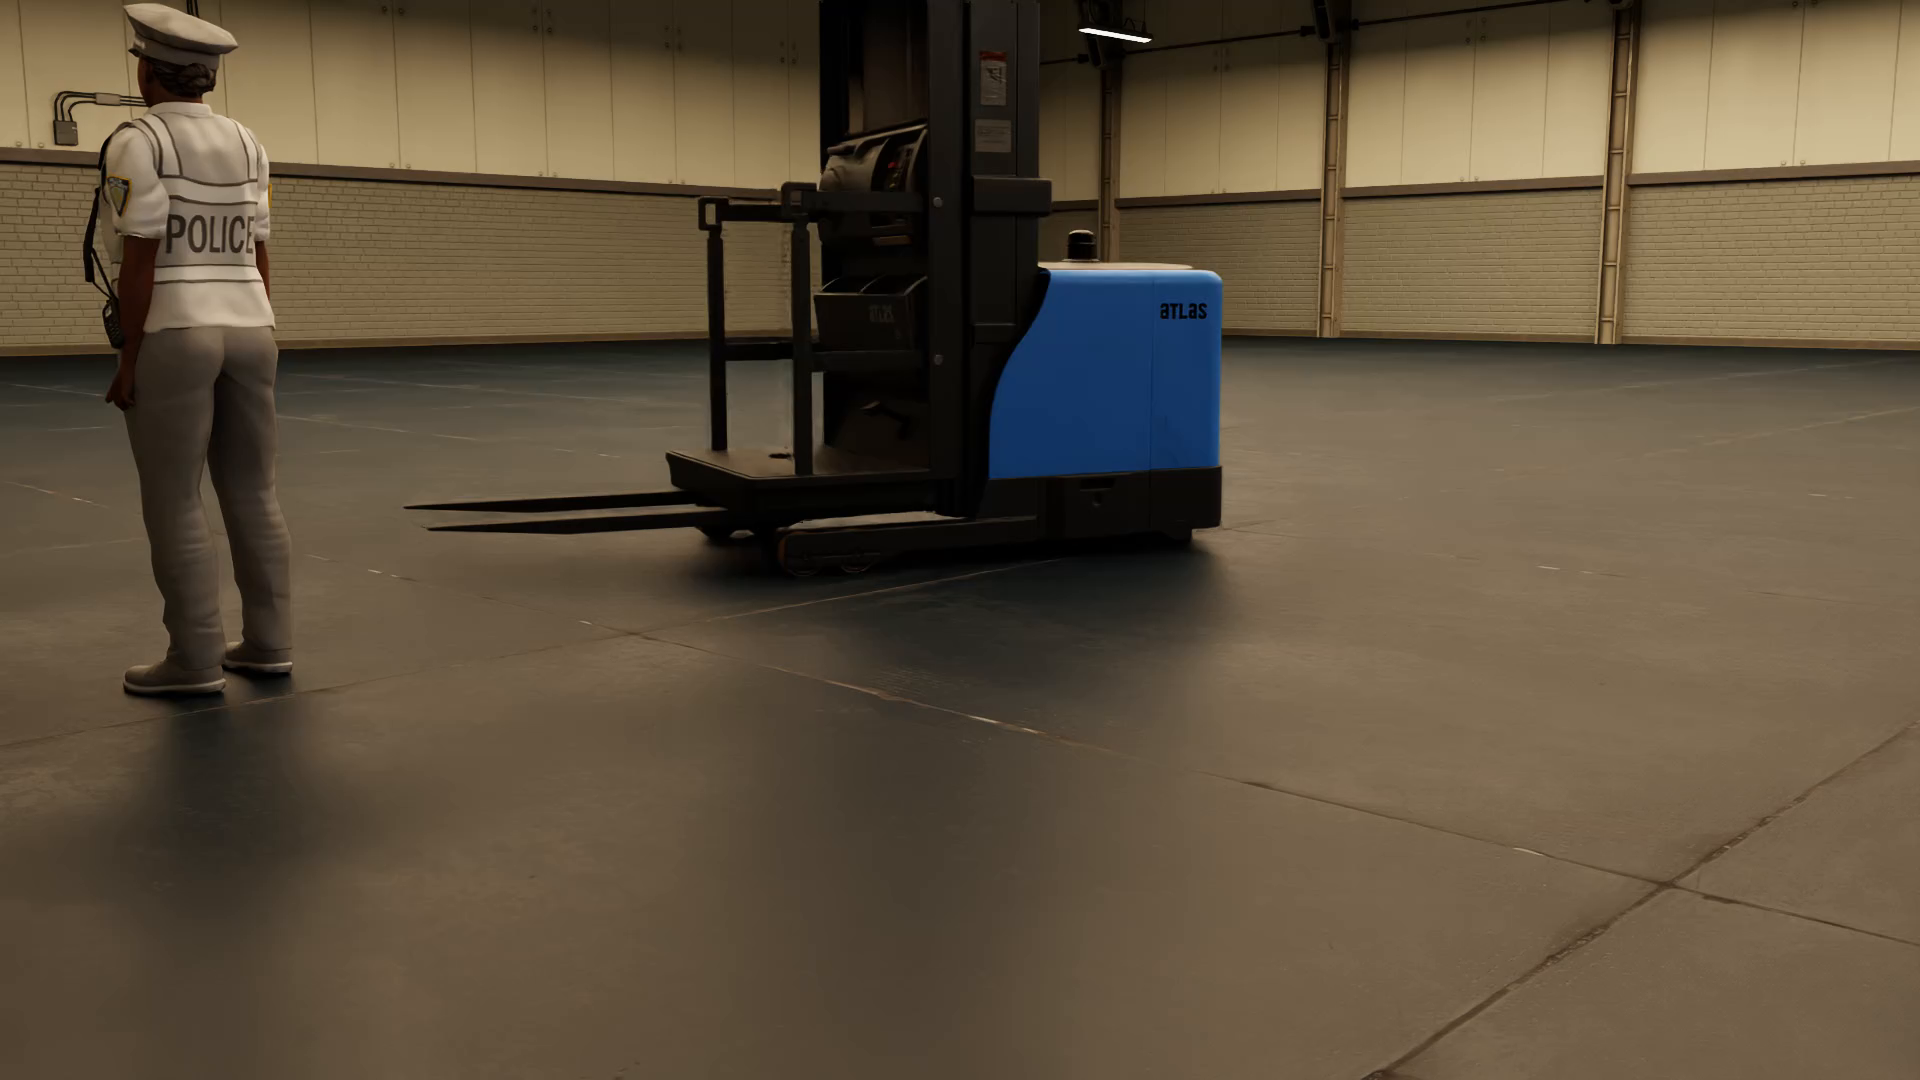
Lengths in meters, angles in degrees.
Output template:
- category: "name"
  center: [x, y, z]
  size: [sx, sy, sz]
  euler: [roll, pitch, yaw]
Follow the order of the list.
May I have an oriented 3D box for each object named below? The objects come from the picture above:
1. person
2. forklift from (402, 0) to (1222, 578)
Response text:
- category: "person"
  center: [-1.919, -0.469, 4.163]
  size: [0.351, 1.694, 0.448]
  euler: [5, 10, 28]
- category: "forklift"
  center: [-0.521, -1.406, 6.213]
  size: [3.031, 2.935, 1.130]
  euler: [-4, 9, -25]
